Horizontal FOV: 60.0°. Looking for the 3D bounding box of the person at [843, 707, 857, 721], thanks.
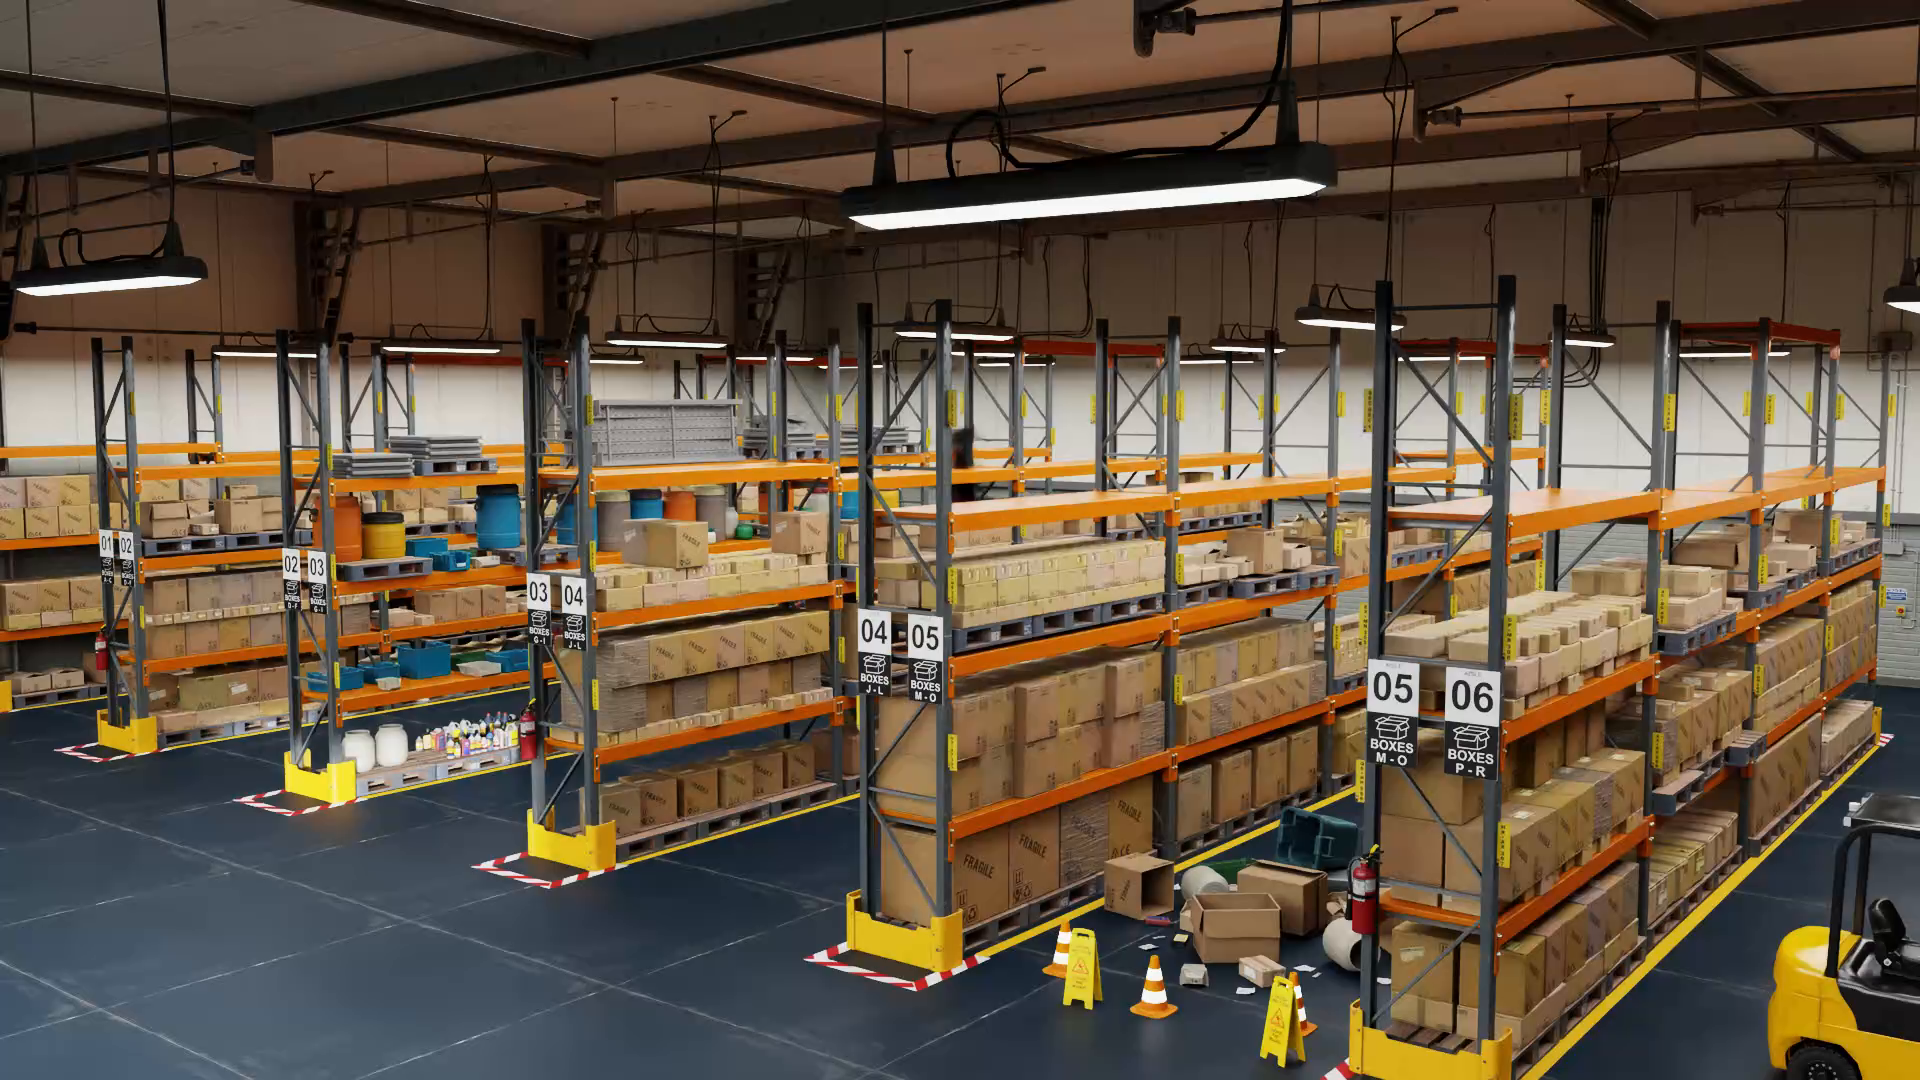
[{"bbox_3d":[-1.832,2.011,25.988,0.643,1.781,0.694,2,5,24],"label":"person"}]
